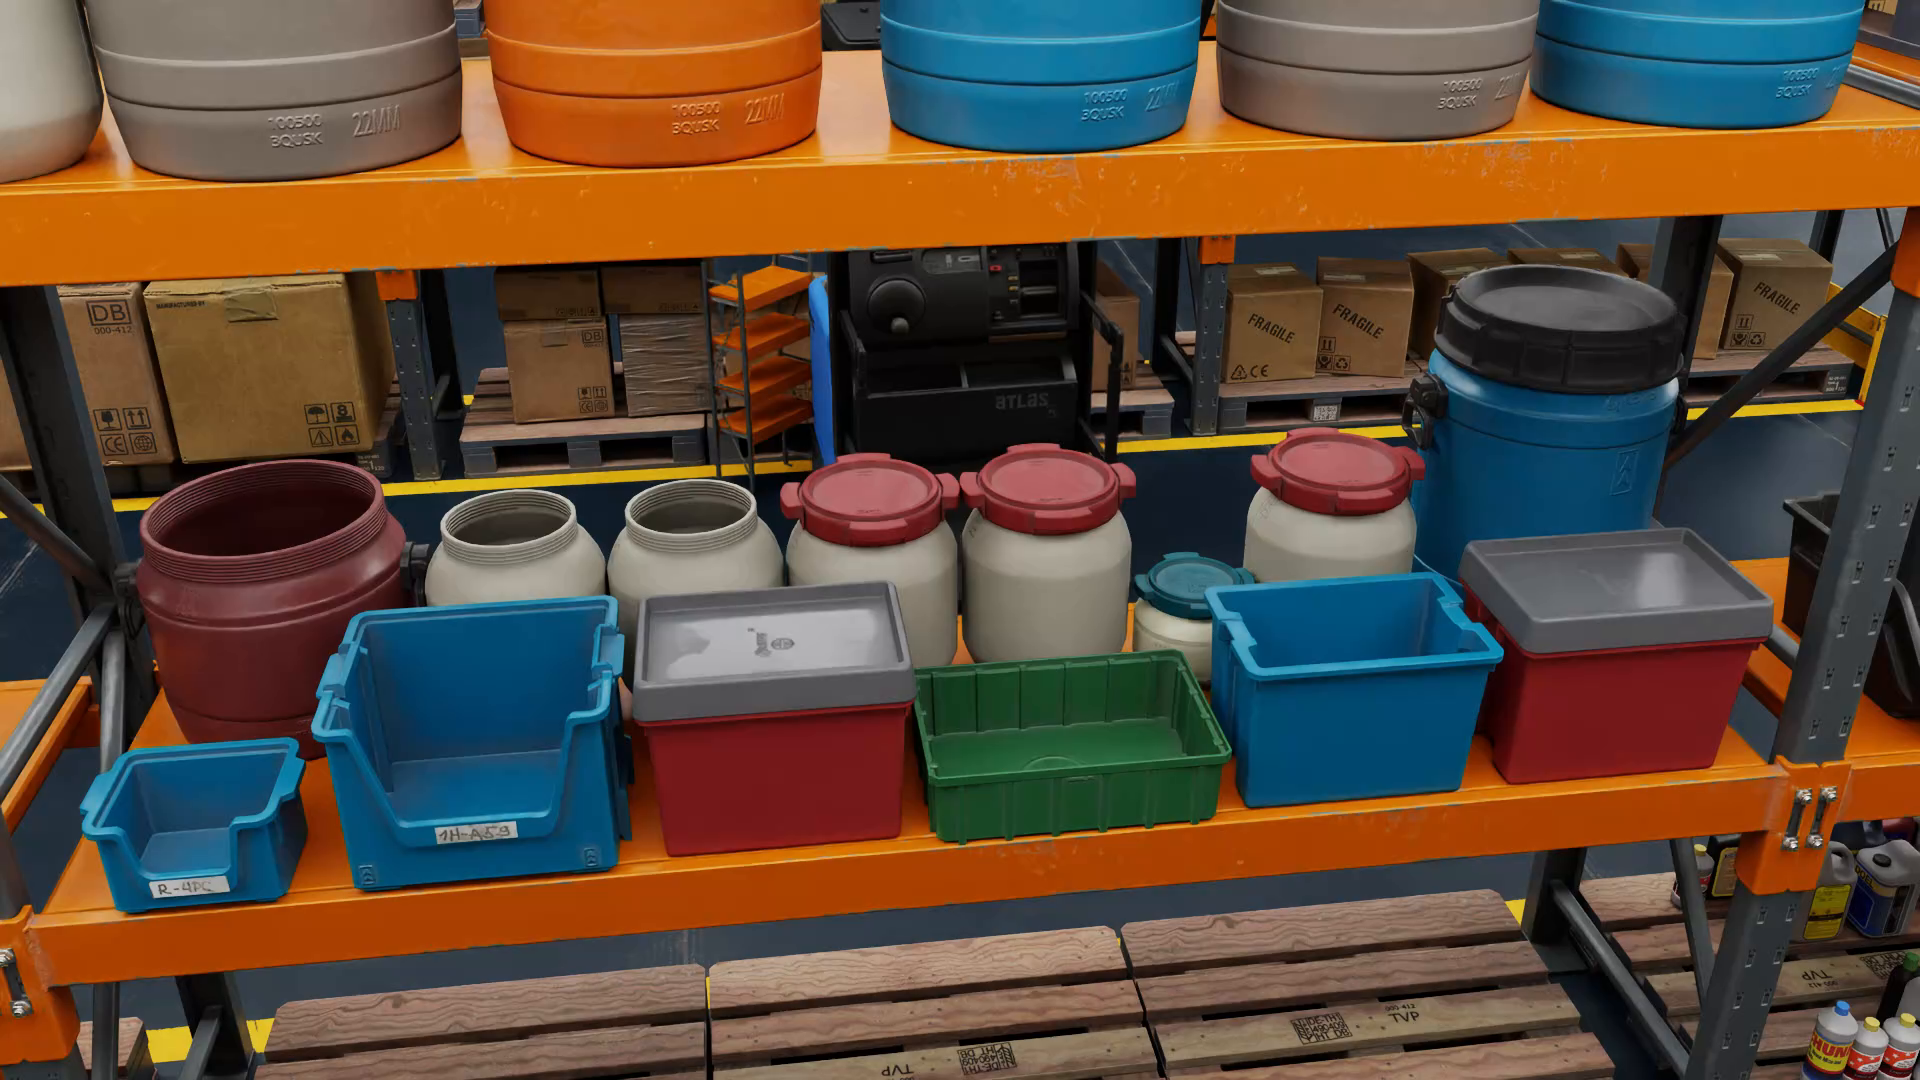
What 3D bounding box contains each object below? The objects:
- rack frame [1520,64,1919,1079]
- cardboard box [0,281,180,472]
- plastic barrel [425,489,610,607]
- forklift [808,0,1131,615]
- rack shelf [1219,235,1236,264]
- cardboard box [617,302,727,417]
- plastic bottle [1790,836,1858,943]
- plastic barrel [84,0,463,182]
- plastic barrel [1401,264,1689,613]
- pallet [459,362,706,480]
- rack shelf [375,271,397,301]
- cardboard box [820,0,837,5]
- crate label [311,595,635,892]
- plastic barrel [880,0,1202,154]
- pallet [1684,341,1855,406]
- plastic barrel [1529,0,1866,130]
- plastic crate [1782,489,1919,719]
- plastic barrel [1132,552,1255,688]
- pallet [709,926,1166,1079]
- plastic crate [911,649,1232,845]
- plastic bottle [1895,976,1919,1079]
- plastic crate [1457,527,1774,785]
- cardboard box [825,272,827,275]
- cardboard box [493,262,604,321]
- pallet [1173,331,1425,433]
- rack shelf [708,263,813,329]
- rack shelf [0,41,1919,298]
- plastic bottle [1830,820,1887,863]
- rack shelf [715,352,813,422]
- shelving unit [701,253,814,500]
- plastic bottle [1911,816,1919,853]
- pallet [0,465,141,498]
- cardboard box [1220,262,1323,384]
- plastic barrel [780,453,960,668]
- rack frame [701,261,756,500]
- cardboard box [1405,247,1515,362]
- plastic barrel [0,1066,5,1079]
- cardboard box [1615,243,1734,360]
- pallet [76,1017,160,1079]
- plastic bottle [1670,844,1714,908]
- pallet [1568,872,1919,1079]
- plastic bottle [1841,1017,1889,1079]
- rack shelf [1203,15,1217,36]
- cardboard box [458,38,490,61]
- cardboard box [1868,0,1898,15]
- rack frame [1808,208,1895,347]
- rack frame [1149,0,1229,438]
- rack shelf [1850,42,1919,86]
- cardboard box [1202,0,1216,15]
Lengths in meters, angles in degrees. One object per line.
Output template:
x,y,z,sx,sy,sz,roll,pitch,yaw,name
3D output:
1.918,0.133,4.206,0.127,3.000,1.000,-4,27,-7,rack frame
-4.303,-1.006,8.292,0.875,0.875,1.225,-4,27,-7,cardboard box
-1.054,0.175,4.000,0.421,0.512,0.421,0,27,0,plastic barrel
0.061,-0.982,6.453,1.130,2.935,3.031,-5,28,-10,forklift
3.209,-1.913,8.981,4.000,0.370,1.077,-4,27,-7,rack shelf
-1.525,-1.028,8.724,0.500,0.500,0.700,-6,28,-11,cardboard box
2.536,1.009,4.917,0.185,0.351,0.144,-4,27,-7,plastic bottle
-1.199,-1.125,2.821,0.600,0.901,0.600,0,27,0,plastic barrel
1.493,-0.203,4.310,0.708,0.901,0.600,-4,27,-7,plastic barrel
-1.959,-0.660,8.806,1.213,0.211,1.003,-4,27,-7,pallet
-4.713,-1.405,7.990,4.000,0.370,1.077,-4,27,-7,rack shelf
-0.843,-4.181,12.503,0.500,0.500,0.500,-3,27,-7,cardboard box
-1.021,0.431,3.586,0.616,0.435,0.502,-4,27,-7,crate label
0.149,-1.211,2.990,0.708,0.901,0.600,-4,27,-7,plastic barrel
4.304,-1.080,9.623,1.213,0.211,1.003,-4,27,-7,pallet
1.445,-1.294,3.152,0.708,0.901,0.600,-4,27,-7,plastic barrel
2.454,0.185,4.173,0.504,0.338,0.767,-4,27,-7,plastic crate
0.586,0.209,4.208,0.301,0.262,0.301,0,27,0,plastic barrel
-0.065,1.520,4.556,1.213,0.211,1.003,-4,27,-7,pallet
0.233,0.465,3.789,0.662,0.188,0.450,-4,27,-7,plastic crate
2.611,1.294,4.444,0.135,0.276,0.152,-3,27,-5,plastic bottle
1.481,0.273,3.861,0.583,0.464,0.402,-4,27,-7,plastic crate
-0.412,-1.103,8.870,0.500,0.500,0.700,-6,28,-12,cardboard box
-2.074,-1.325,8.482,0.500,0.250,0.500,-3,27,-5,cardboard box
1.888,-0.924,9.320,1.213,0.211,1.003,-4,27,-7,pallet
-0.942,-1.151,7.819,0.258,0.148,0.480,18,32,31,rack shelf
-0.062,-0.755,3.437,4.000,0.370,1.077,-4,27,-7,rack shelf
2.706,0.932,5.067,0.185,0.351,0.144,-5,28,-10,plastic bottle
-0.942,-0.742,8.029,0.258,0.148,0.480,18,32,31,rack shelf
-0.942,-0.802,7.998,0.258,1.200,0.503,18,32,31,shelving unit
3.025,0.912,5.107,0.185,0.351,0.144,-4,27,-7,plastic bottle
-4.730,-0.519,8.530,1.213,0.211,1.003,-4,27,-7,pallet
1.630,-1.188,9.058,0.500,0.500,0.500,-4,28,-9,cardboard box
-0.215,0.108,4.105,0.433,0.535,0.433,0,27,0,plastic barrel
-1.084,-0.711,7.821,0.240,1.200,0.015,18,32,31,rack frame
2.800,-1.303,9.282,0.500,0.500,0.500,-6,28,-12,cardboard box
-2.525,1.205,4.034,0.708,0.830,0.600,-4,27,-7,plastic barrel
3.981,-1.350,9.373,0.500,0.500,0.500,3,27,6,cardboard box
-2.818,1.697,4.212,1.213,0.211,1.003,-4,27,-7,pallet
2.234,1.018,5.063,0.097,0.201,0.097,0,27,0,plastic bottle
2.589,1.350,4.889,1.213,0.211,1.003,-4,27,-7,pallet
2.395,1.353,4.410,0.097,0.201,0.097,0,27,0,plastic bottle
2.618,-4.162,13.364,4.000,0.370,1.077,-4,27,-7,rack shelf
-2.204,-2.136,8.057,0.500,0.500,0.500,-7,28,-13,cardboard box
4.679,-2.836,8.460,0.500,0.500,0.500,-4,27,-7,cardboard box
5.189,-2.361,9.065,0.127,3.000,1.000,-4,27,-7,rack frame
1.228,-2.106,8.569,0.127,3.000,1.000,-4,27,-7,rack frame
3.899,-1.009,3.933,4.000,0.370,1.077,-4,27,-7,rack shelf
2.093,-4.477,13.025,0.550,0.550,0.875,-4,27,-7,cardboard box
